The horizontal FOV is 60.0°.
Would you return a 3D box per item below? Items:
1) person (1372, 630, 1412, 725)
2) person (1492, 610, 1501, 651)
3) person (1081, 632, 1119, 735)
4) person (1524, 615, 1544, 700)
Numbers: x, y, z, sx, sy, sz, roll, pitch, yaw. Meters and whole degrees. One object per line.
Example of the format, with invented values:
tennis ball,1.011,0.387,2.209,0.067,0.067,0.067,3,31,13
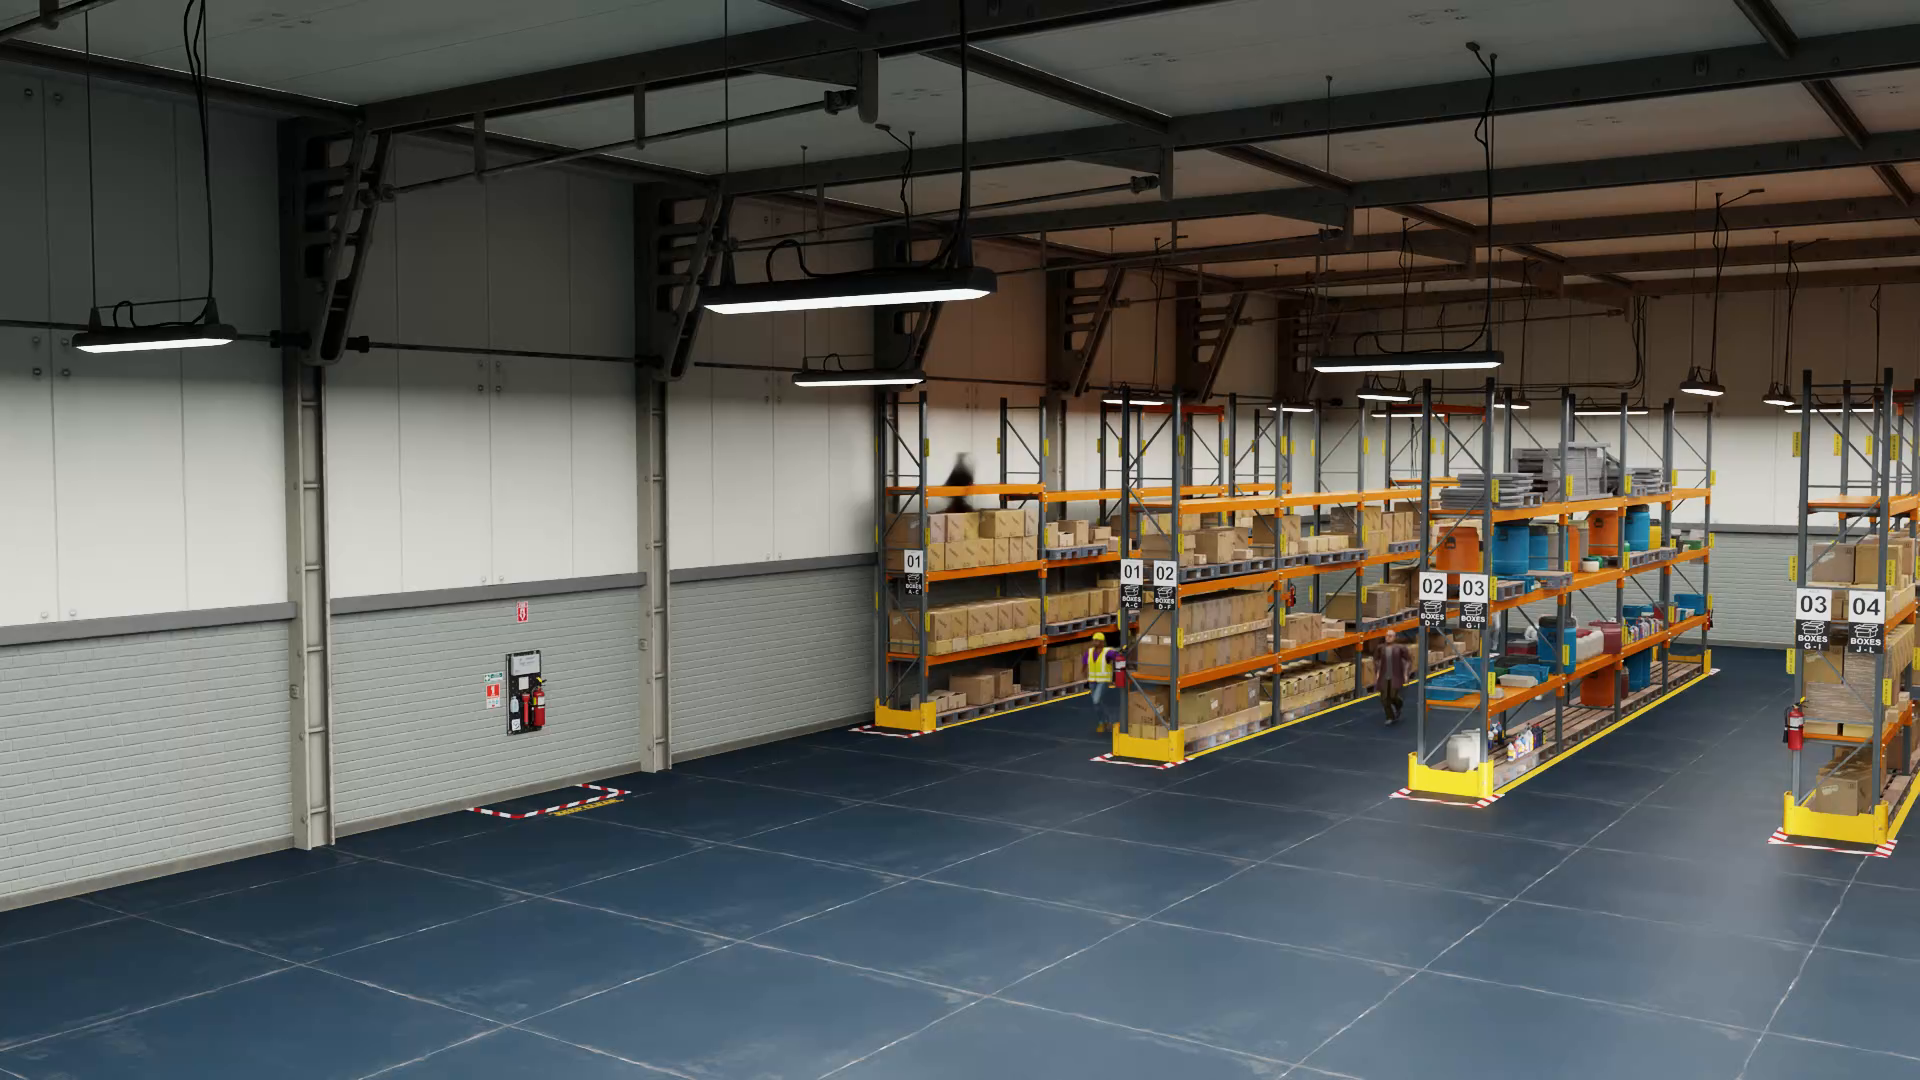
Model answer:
person,7.782,2.476,30.014,0.700,1.716,0.663,2,4,27
person,13.195,1.886,41.269,0.694,1.786,0.952,0,3,-3
person,2.436,2.508,29.133,0.680,1.787,0.801,2,4,37
person,11.547,2.330,33.035,0.690,1.707,0.779,1,3,24
